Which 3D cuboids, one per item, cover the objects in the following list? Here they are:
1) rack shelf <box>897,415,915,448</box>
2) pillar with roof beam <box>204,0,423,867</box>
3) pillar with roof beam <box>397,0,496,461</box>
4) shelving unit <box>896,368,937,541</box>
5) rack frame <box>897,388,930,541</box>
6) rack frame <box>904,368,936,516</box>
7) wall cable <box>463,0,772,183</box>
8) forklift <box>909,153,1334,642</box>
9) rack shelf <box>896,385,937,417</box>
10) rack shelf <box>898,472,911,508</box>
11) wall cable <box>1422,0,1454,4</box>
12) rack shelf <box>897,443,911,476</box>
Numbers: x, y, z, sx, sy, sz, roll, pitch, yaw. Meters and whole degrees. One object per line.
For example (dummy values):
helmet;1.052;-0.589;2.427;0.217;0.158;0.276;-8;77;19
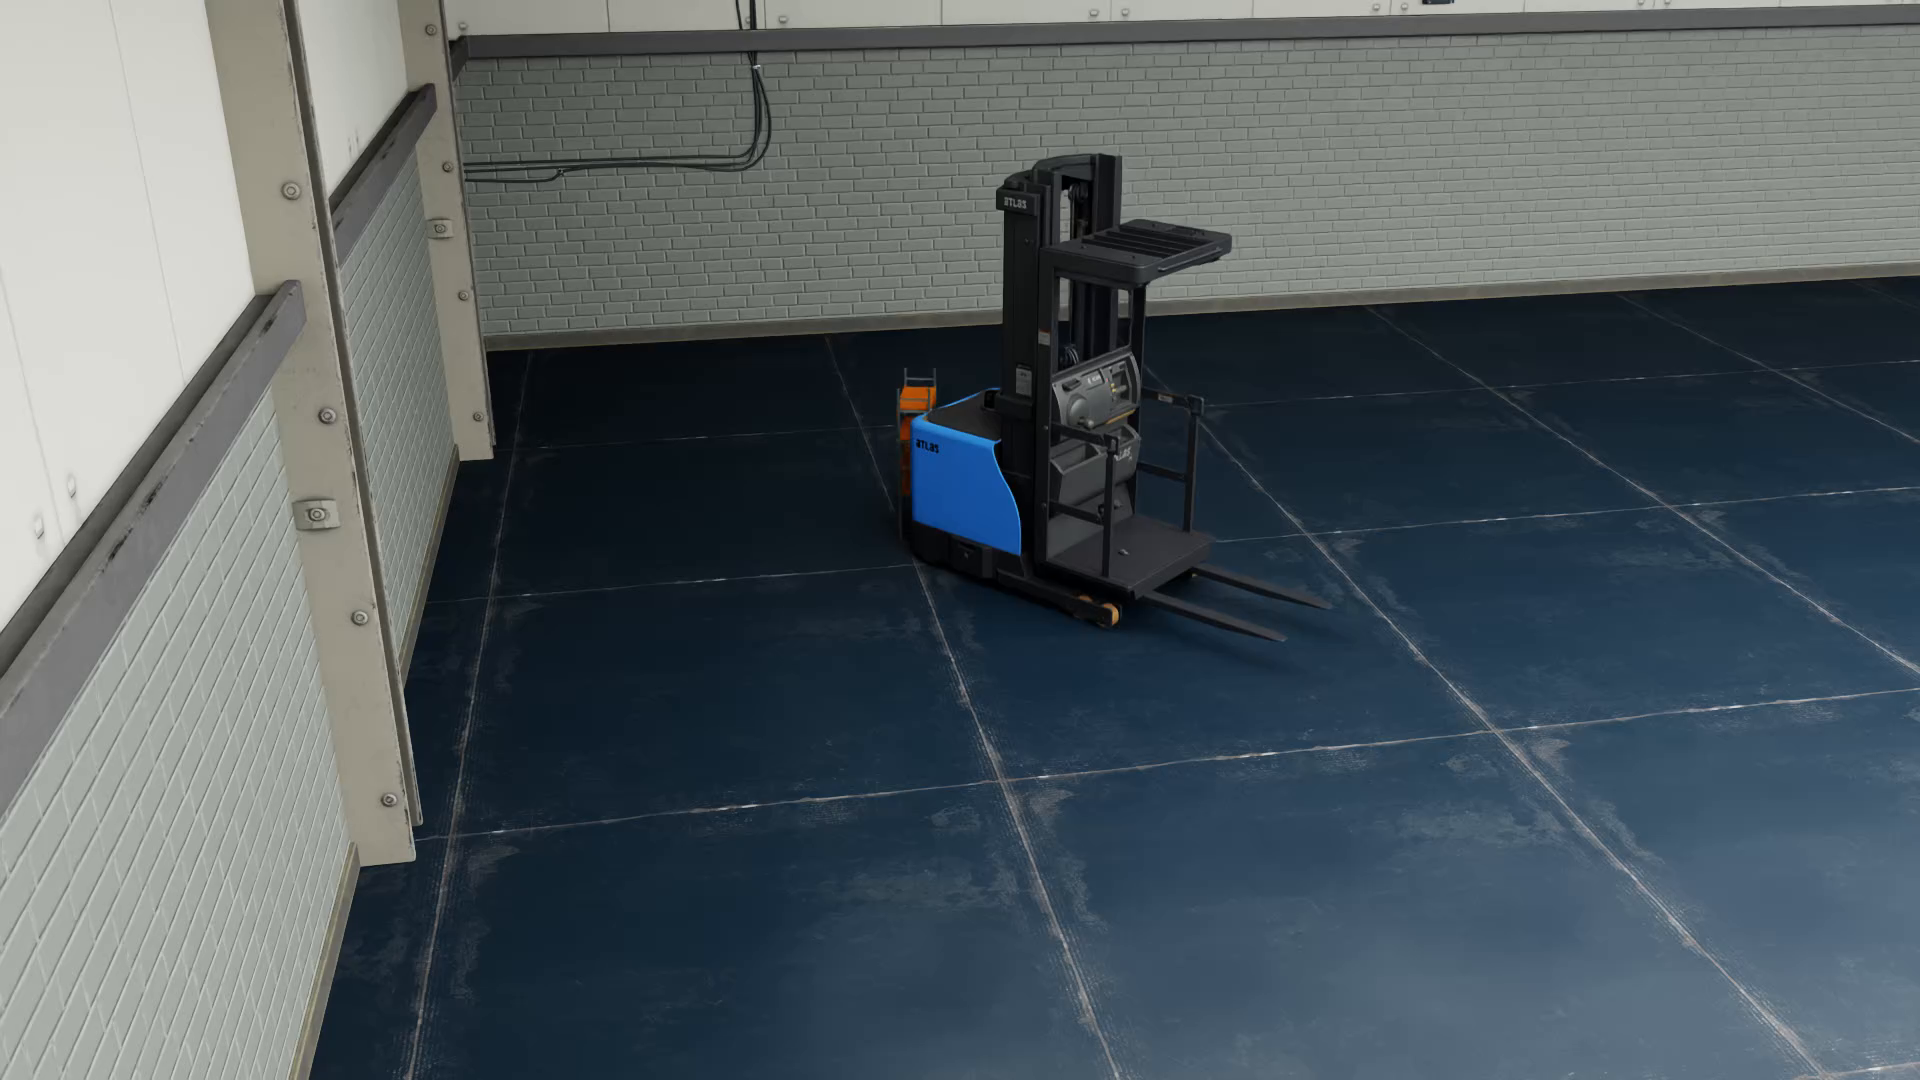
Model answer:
rack shelf;-0.318;-0.781;12.391;0.258;0.148;0.480;2;24;4
pillar with roof beam;1.202;-2.837;7.745;9.100;9.000;0.400;-4;24;-10
pillar with roof beam;0.092;-5.197;13.149;9.100;9.000;0.400;-4;24;-10
shelving unit;-0.318;-0.638;12.454;0.258;1.200;0.503;2;24;4
rack frame;-0.335;-0.540;12.231;0.240;1.200;0.015;2;24;4
rack frame;-0.300;-0.735;12.677;0.240;1.200;0.015;2;24;4
wall cable;-3.384;-4.712;15.918;3.097;2.526;0.112;-4;24;-10
forklift;1.086;-0.991;11.100;3.031;2.935;1.130;18;30;36
rack shelf;-0.318;-0.998;12.296;0.258;0.148;0.480;2;24;4
rack shelf;-0.318;-0.394;12.560;0.258;0.148;0.480;2;24;4
wall cable;5.949;-8.390;16.211;2.305;6.003;0.169;-4;24;-10
rack shelf;-0.318;-0.576;12.481;0.258;0.148;0.480;2;24;4
